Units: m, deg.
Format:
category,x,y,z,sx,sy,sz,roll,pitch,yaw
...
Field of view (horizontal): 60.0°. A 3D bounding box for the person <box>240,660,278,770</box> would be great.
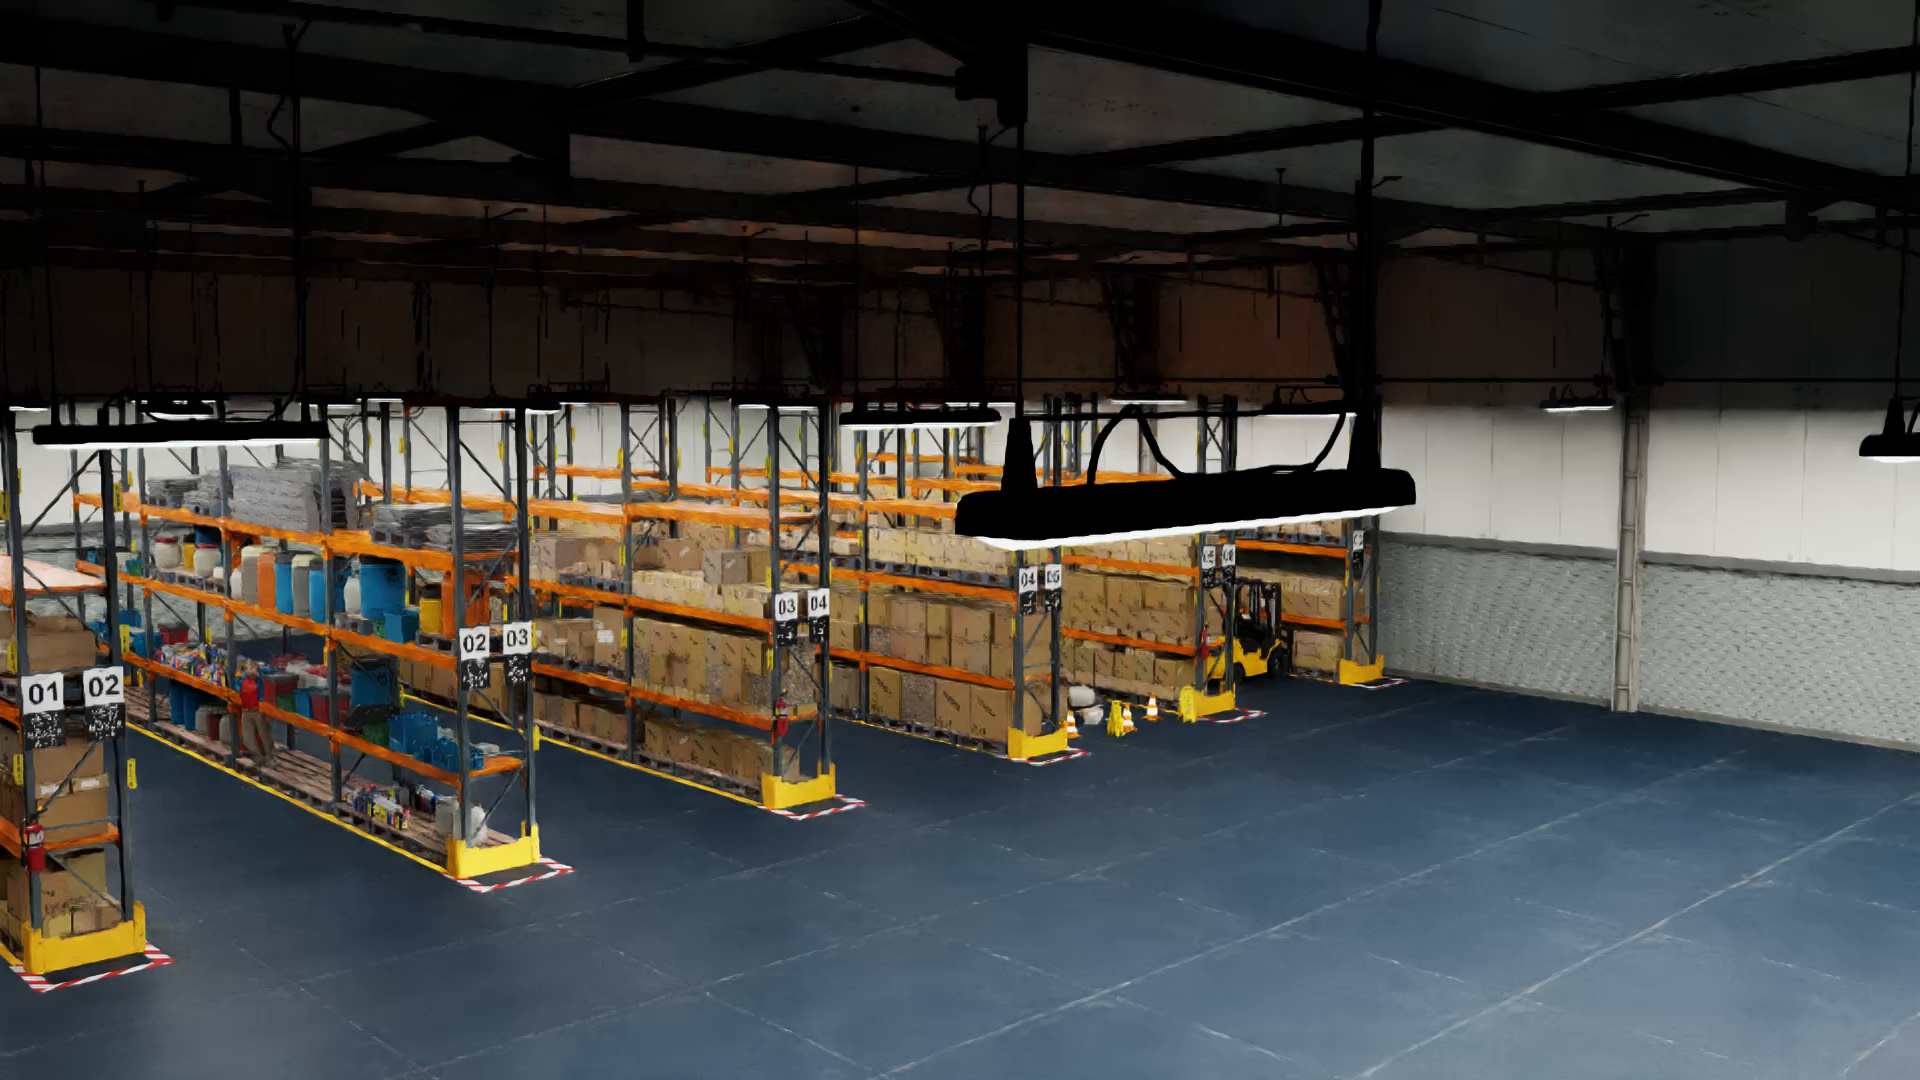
category,x,y,z,sx,sy,sz,roll,pitch,yaw
person,-11.065,2.748,26.217,0.589,1.709,0.457,1,6,15
